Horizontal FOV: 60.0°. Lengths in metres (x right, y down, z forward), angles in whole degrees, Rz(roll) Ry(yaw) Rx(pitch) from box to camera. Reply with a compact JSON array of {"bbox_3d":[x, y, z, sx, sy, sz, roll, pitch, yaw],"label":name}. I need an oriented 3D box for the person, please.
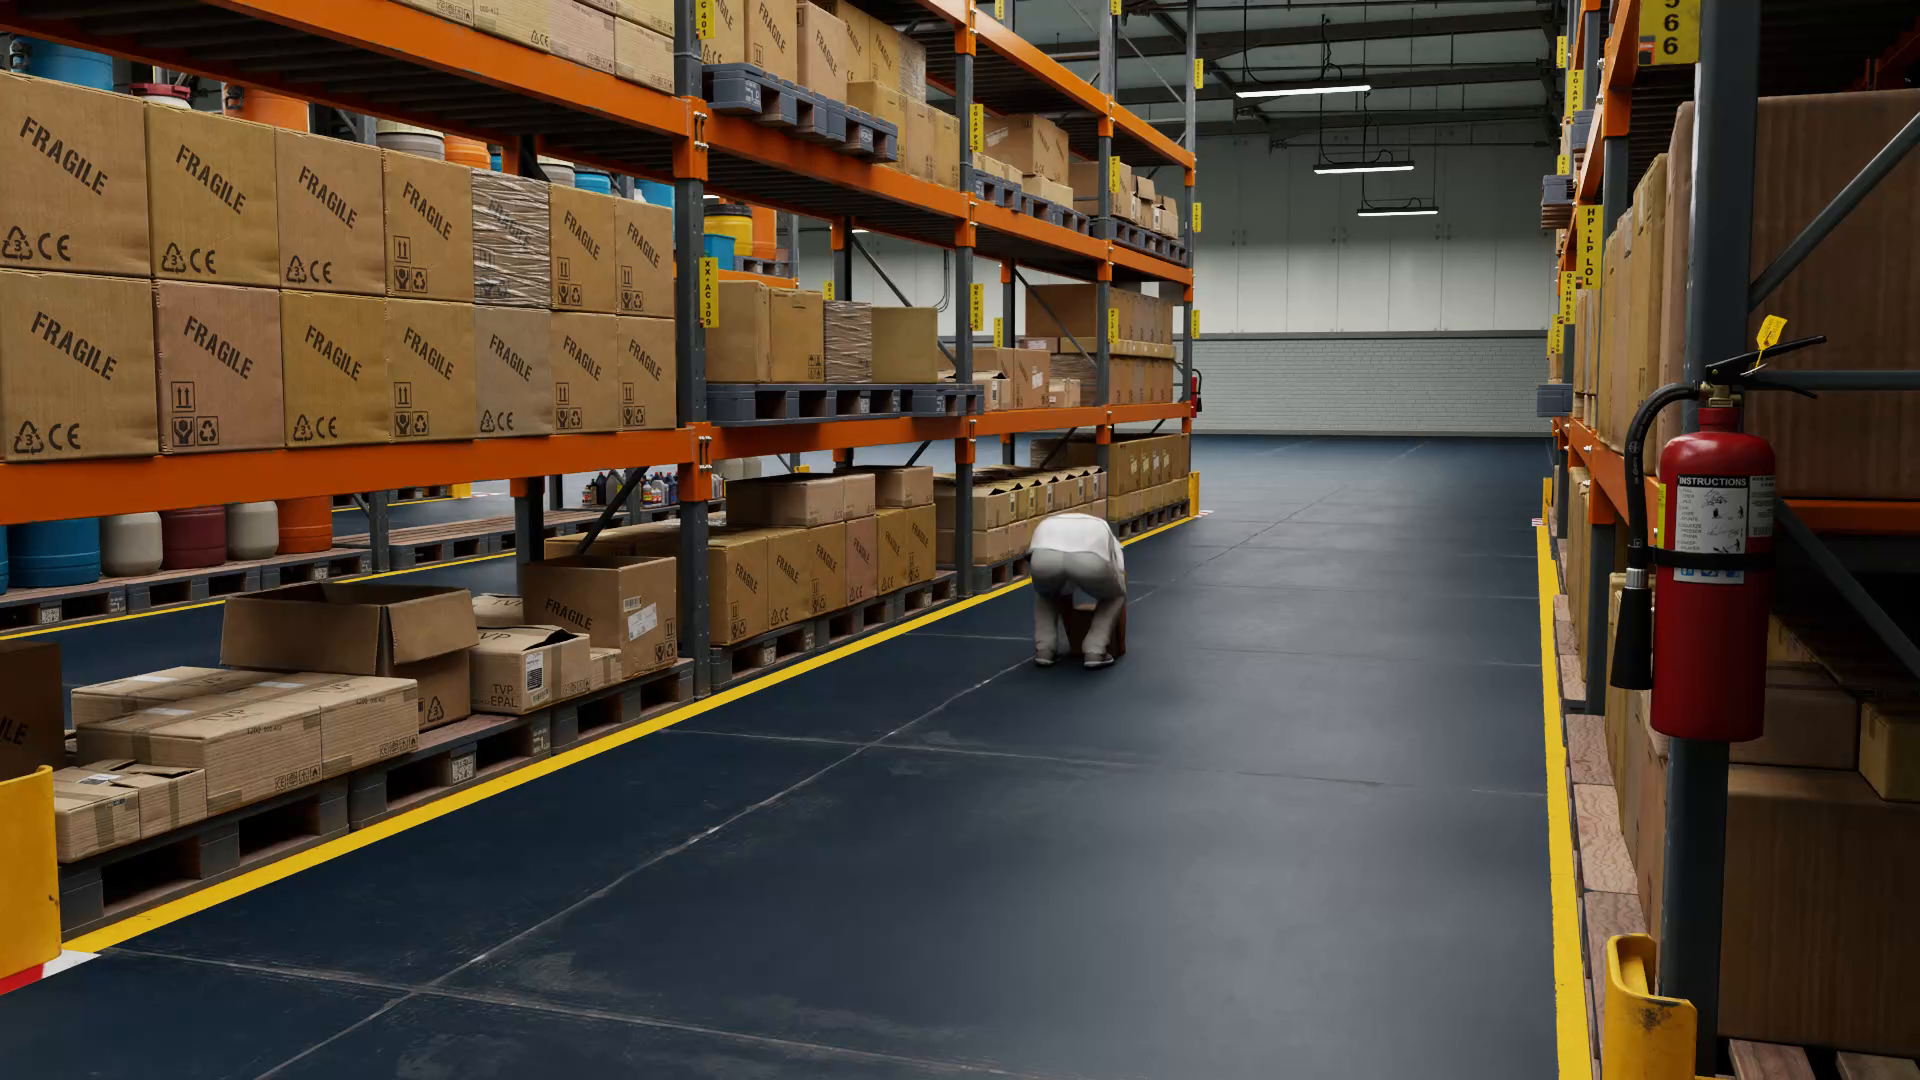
[{"bbox_3d":[0.665,-0.004,9.093,0.461,1.183,0.901,2,6,17],"label":"person"}]
